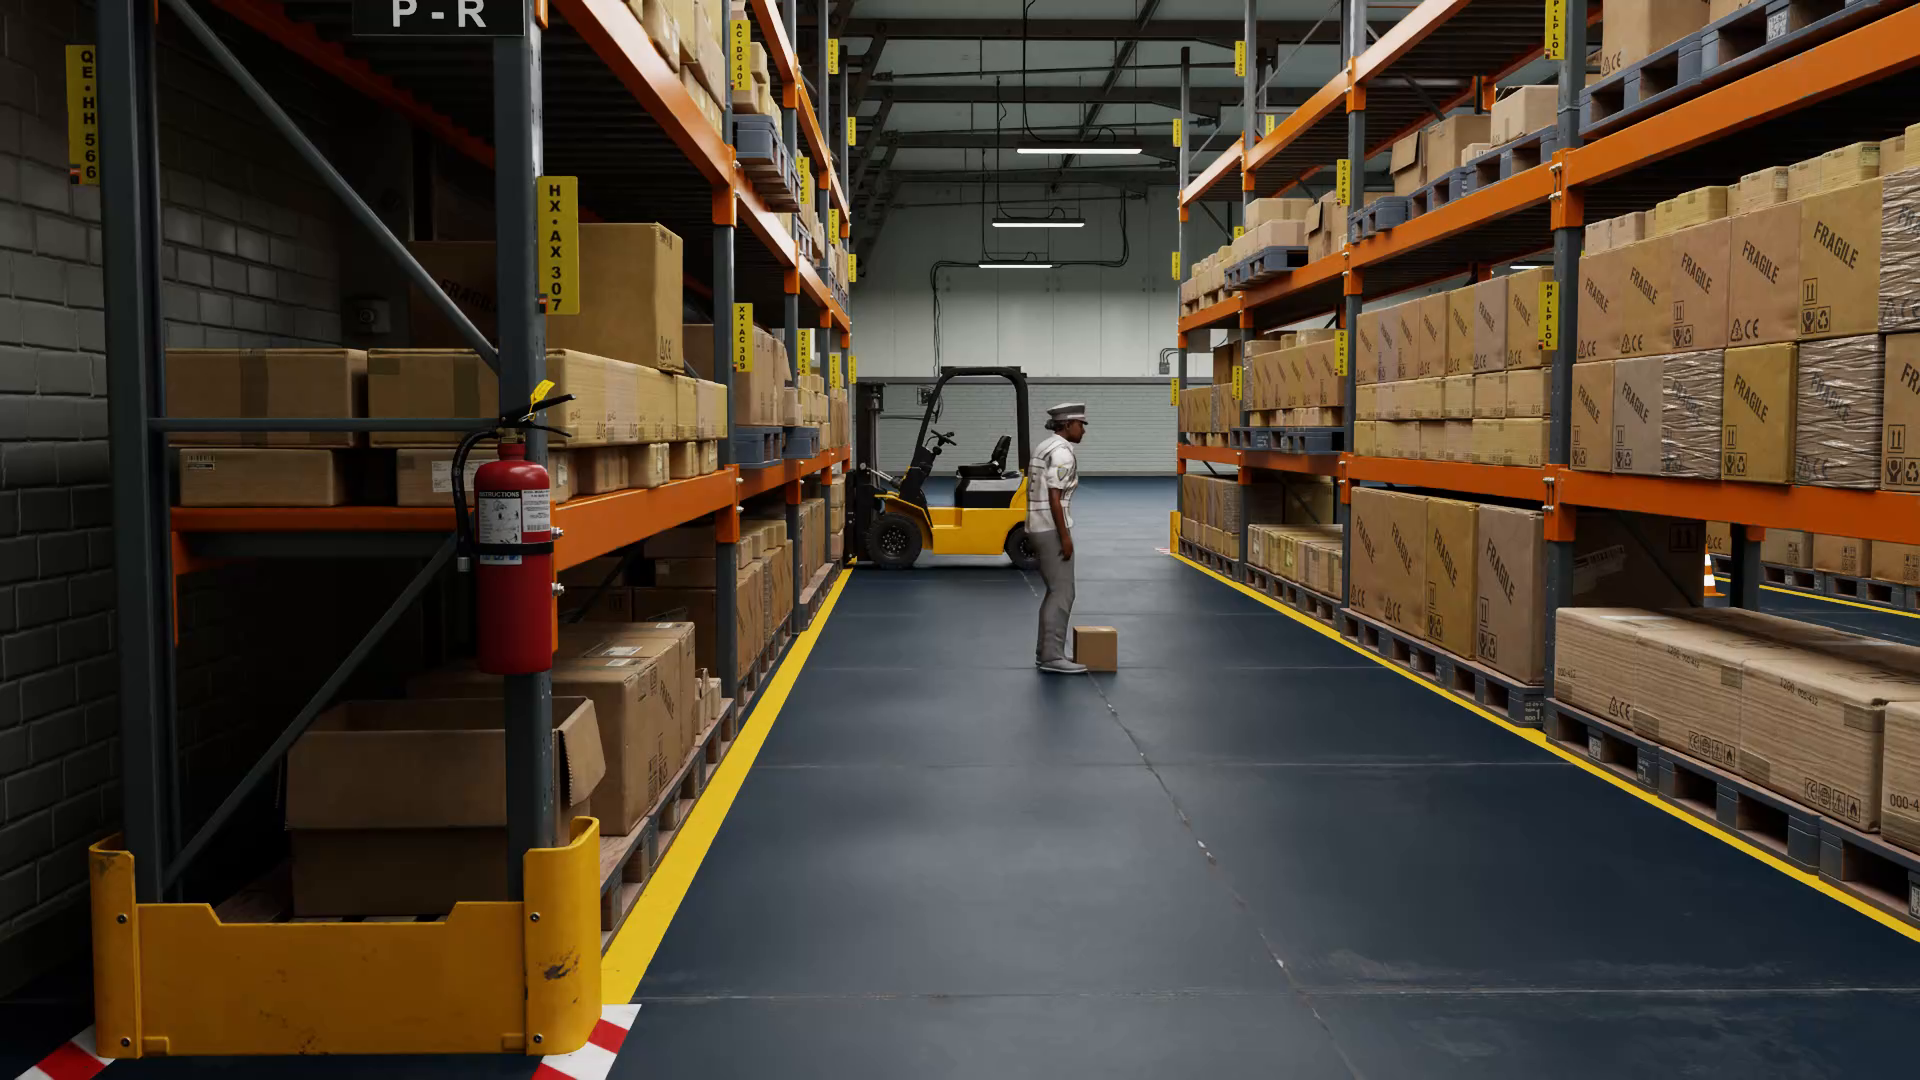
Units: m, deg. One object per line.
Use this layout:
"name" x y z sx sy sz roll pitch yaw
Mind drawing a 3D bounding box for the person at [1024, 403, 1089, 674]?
"person" 0.605 -0.023 10.335 0.398 1.660 0.530 0 4 -4
